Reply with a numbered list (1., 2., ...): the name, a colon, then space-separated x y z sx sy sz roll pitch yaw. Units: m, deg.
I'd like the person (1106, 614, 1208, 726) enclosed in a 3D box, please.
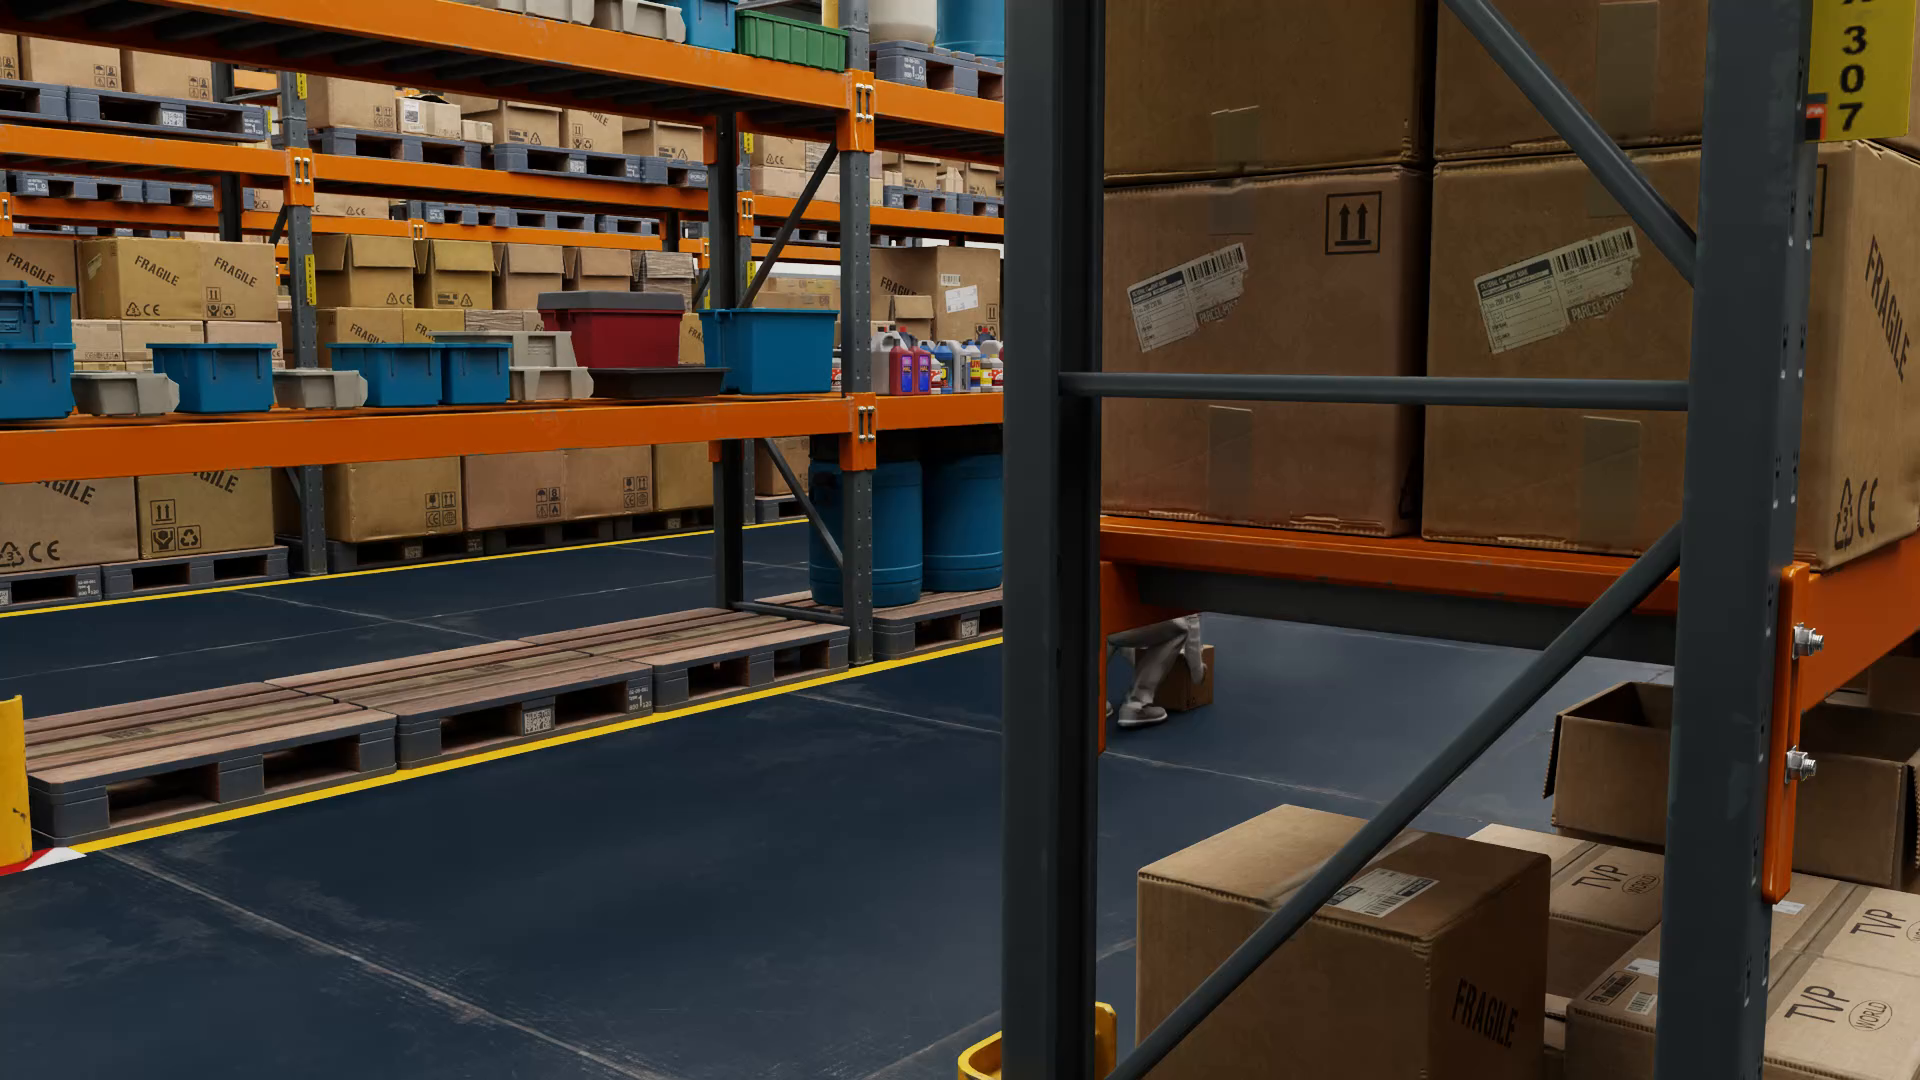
1. person: 0.700 0.288 6.966 0.481 0.928 0.853 5 9 38
